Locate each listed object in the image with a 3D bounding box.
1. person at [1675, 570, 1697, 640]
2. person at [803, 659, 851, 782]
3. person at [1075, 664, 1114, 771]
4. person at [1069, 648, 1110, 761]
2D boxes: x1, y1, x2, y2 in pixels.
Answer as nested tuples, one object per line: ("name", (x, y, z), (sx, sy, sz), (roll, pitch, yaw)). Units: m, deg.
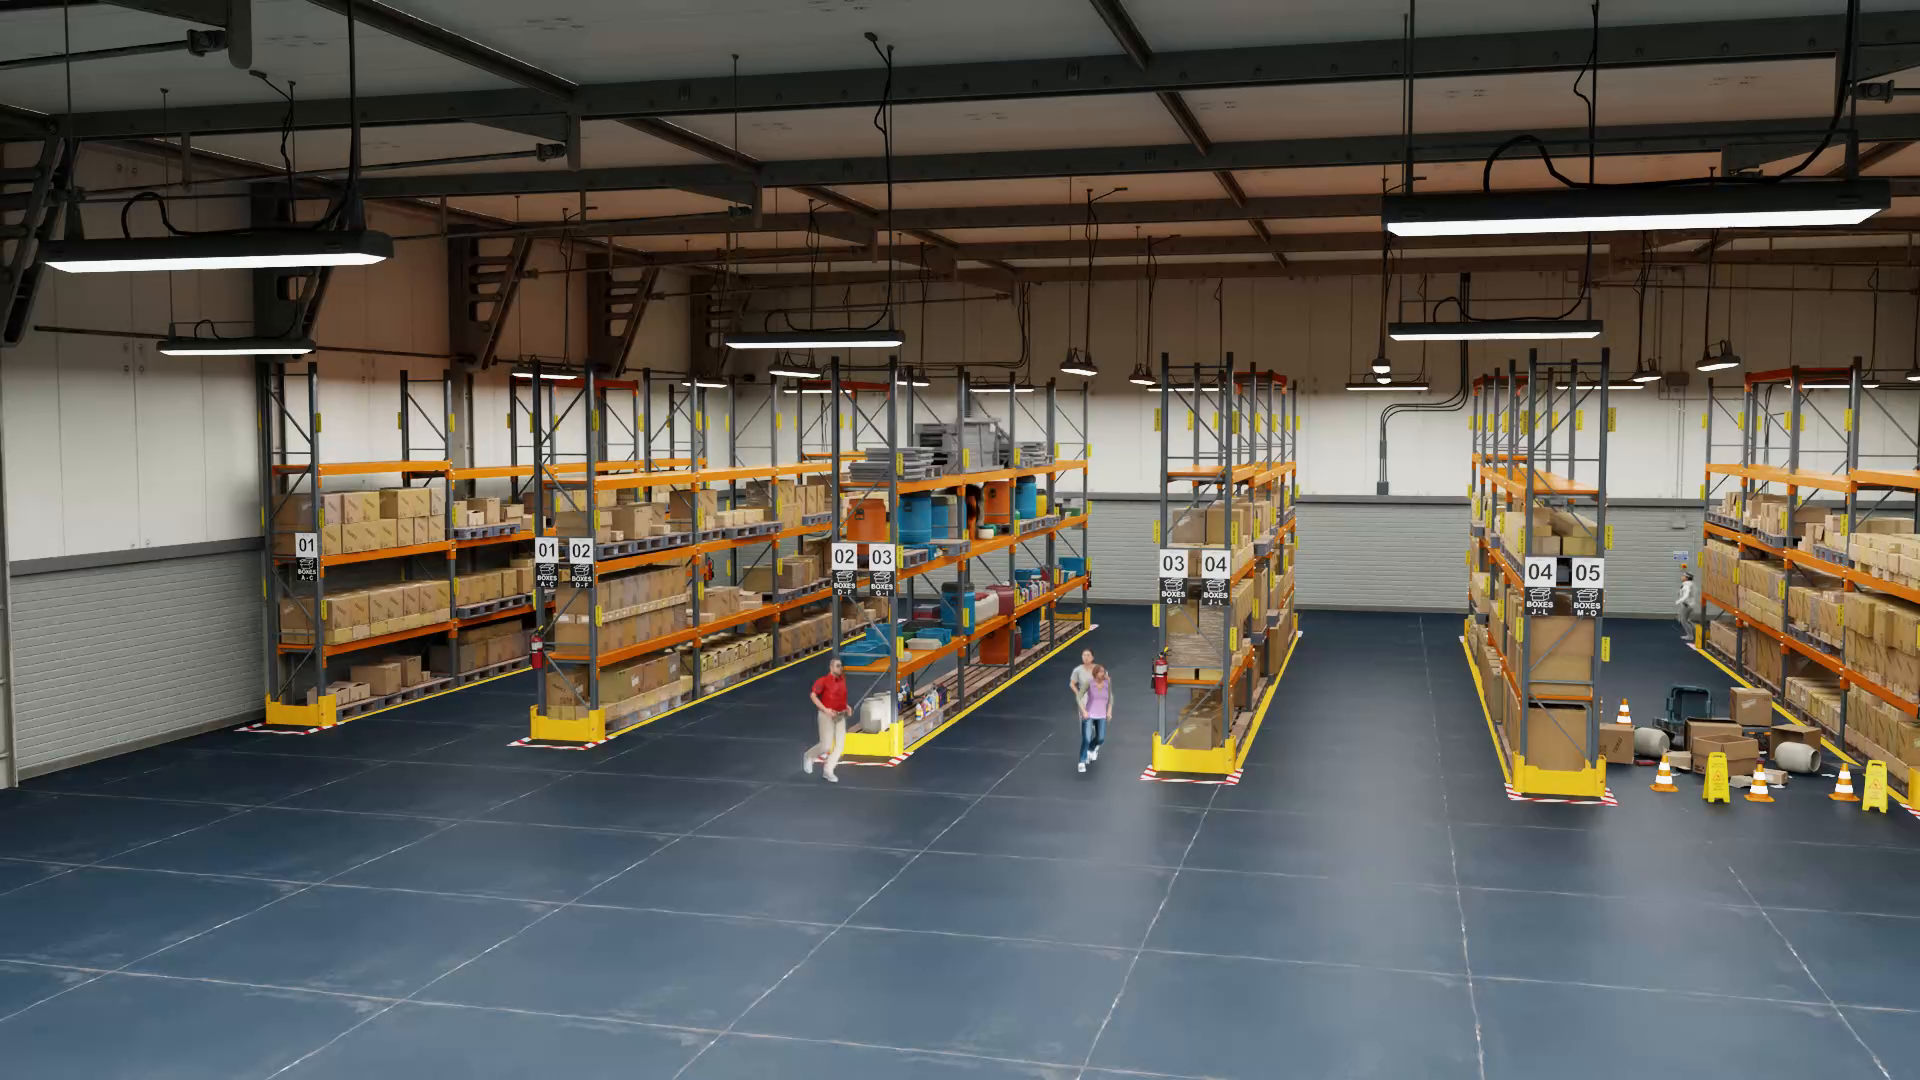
("person", (16.713, 1.499, 38.244), (0.510, 1.639, 0.653), (2, 5, 28))
("person", (-1.844, 2.516, 23.533), (0.694, 1.689, 0.699), (4, 5, 42))
("person", (1.957, 2.559, 23.949), (0.595, 1.545, 0.476), (-1, 4, -10))
("person", (1.922, 2.428, 24.701), (0.600, 1.668, 0.629), (1, 4, 10))
